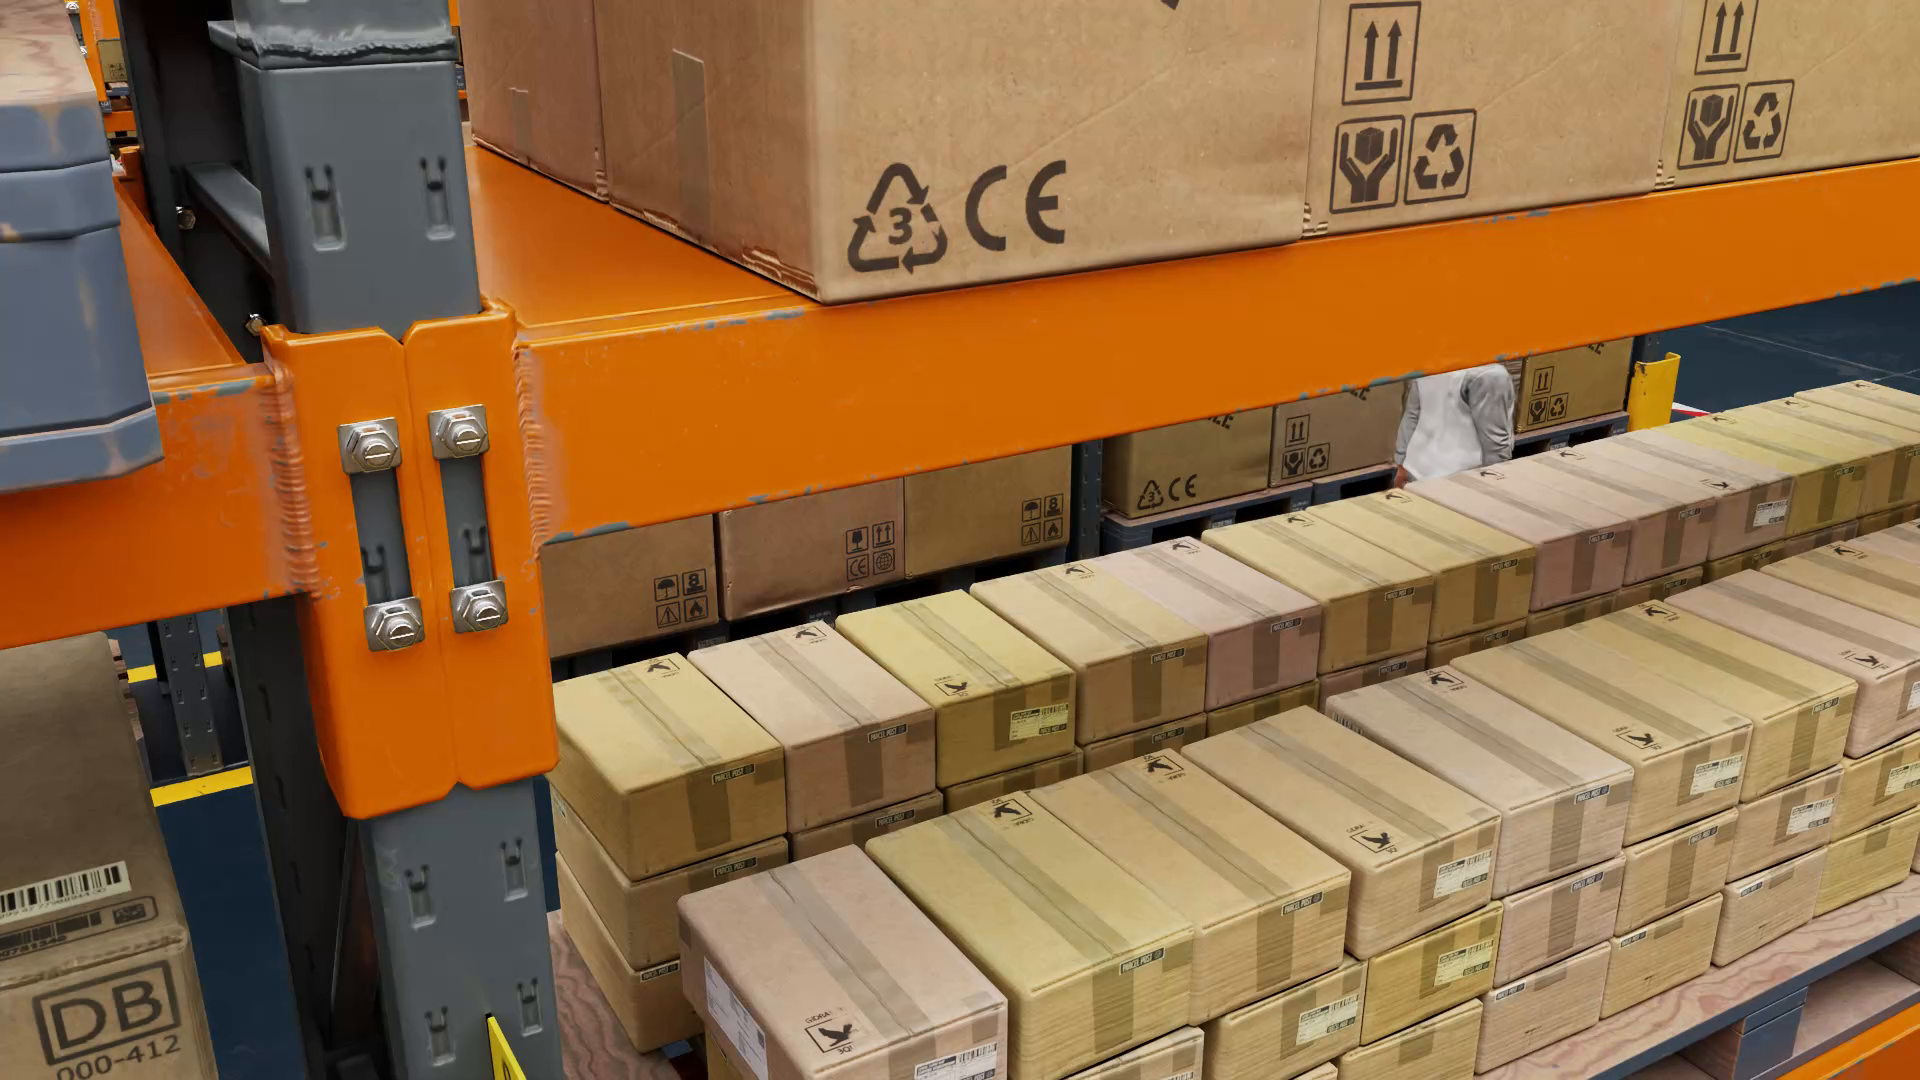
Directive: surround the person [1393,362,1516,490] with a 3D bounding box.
[{"bbox_3d":[1.935,-0.236,6.634,0.866,1.743,0.552,-5,22,-12],"label":"person"}]
